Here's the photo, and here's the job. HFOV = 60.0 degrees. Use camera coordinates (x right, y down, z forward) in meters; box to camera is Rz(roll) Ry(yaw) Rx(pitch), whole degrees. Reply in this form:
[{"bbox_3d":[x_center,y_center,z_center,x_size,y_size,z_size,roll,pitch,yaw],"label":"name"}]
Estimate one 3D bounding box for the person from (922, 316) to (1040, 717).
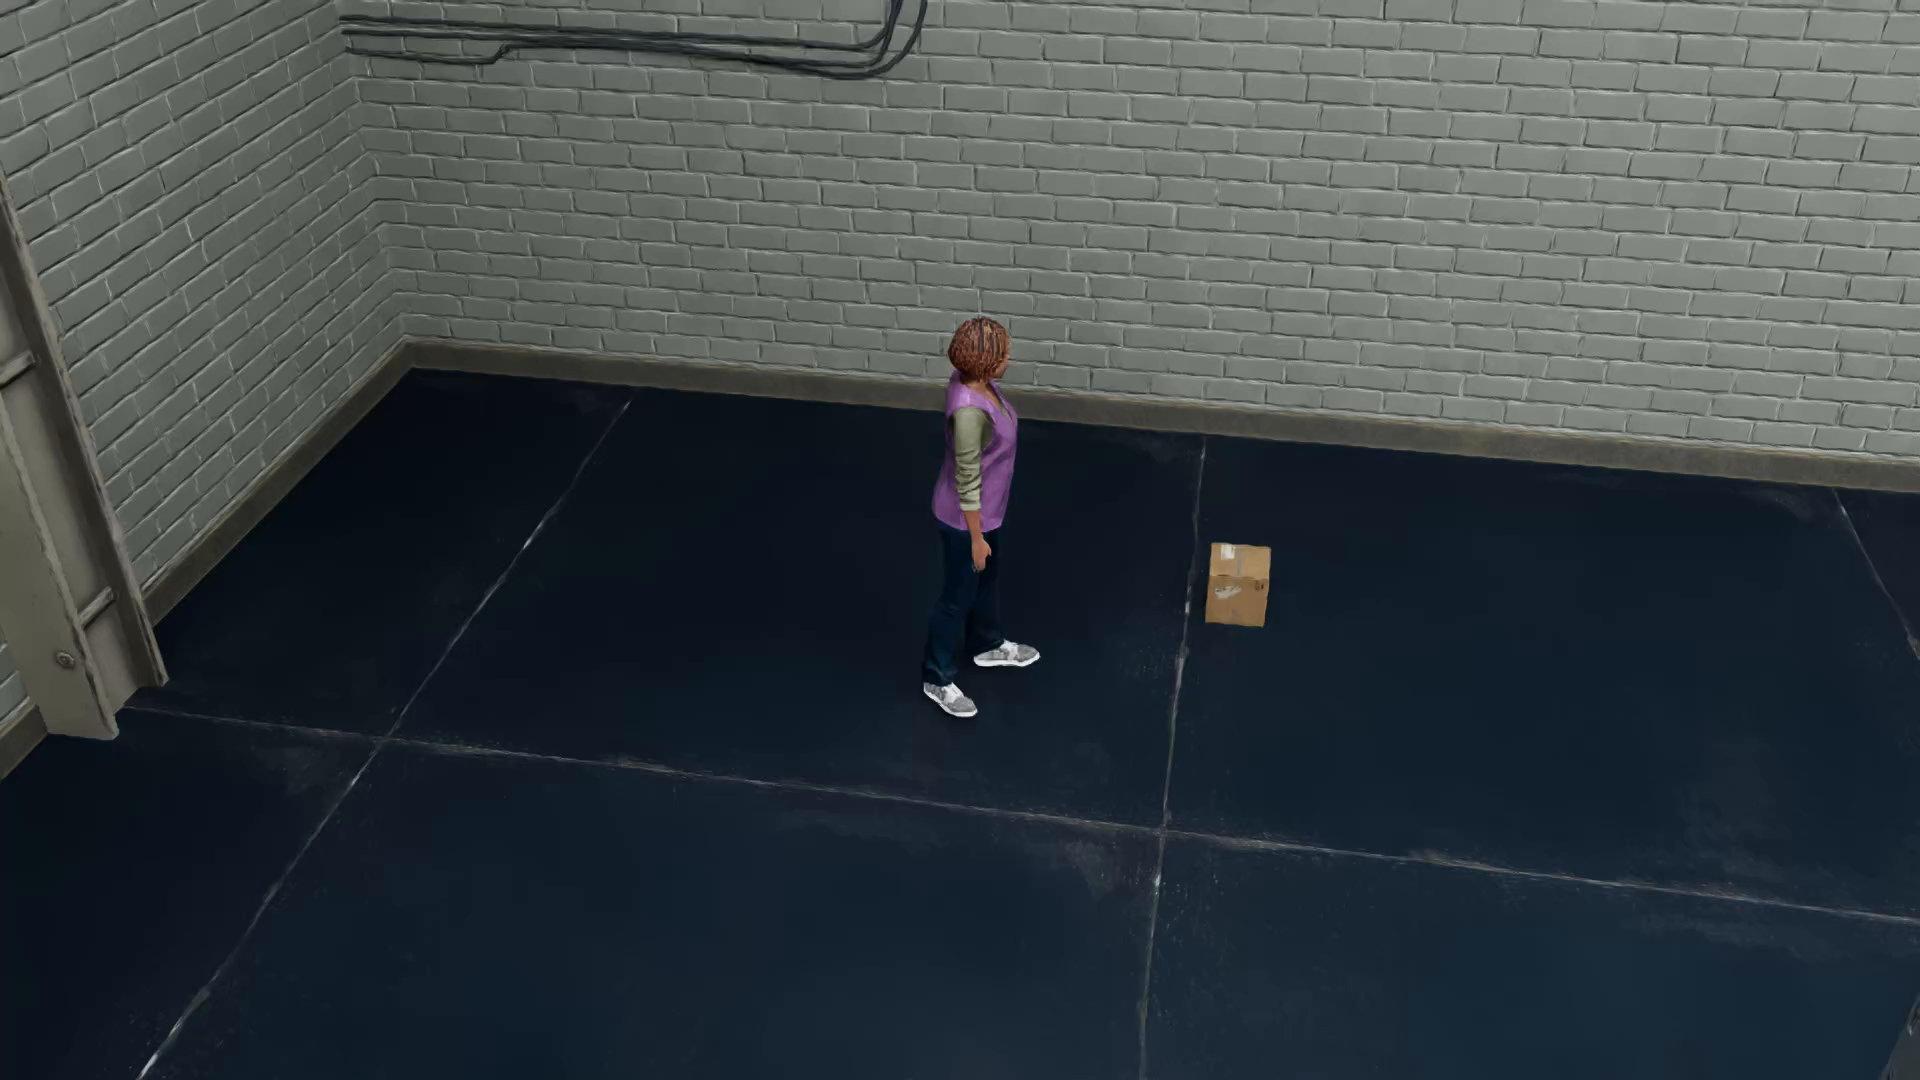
[{"bbox_3d":[0.083,-0.099,6.258,0.456,1.593,0.511,4,33,5],"label":"person"}]
